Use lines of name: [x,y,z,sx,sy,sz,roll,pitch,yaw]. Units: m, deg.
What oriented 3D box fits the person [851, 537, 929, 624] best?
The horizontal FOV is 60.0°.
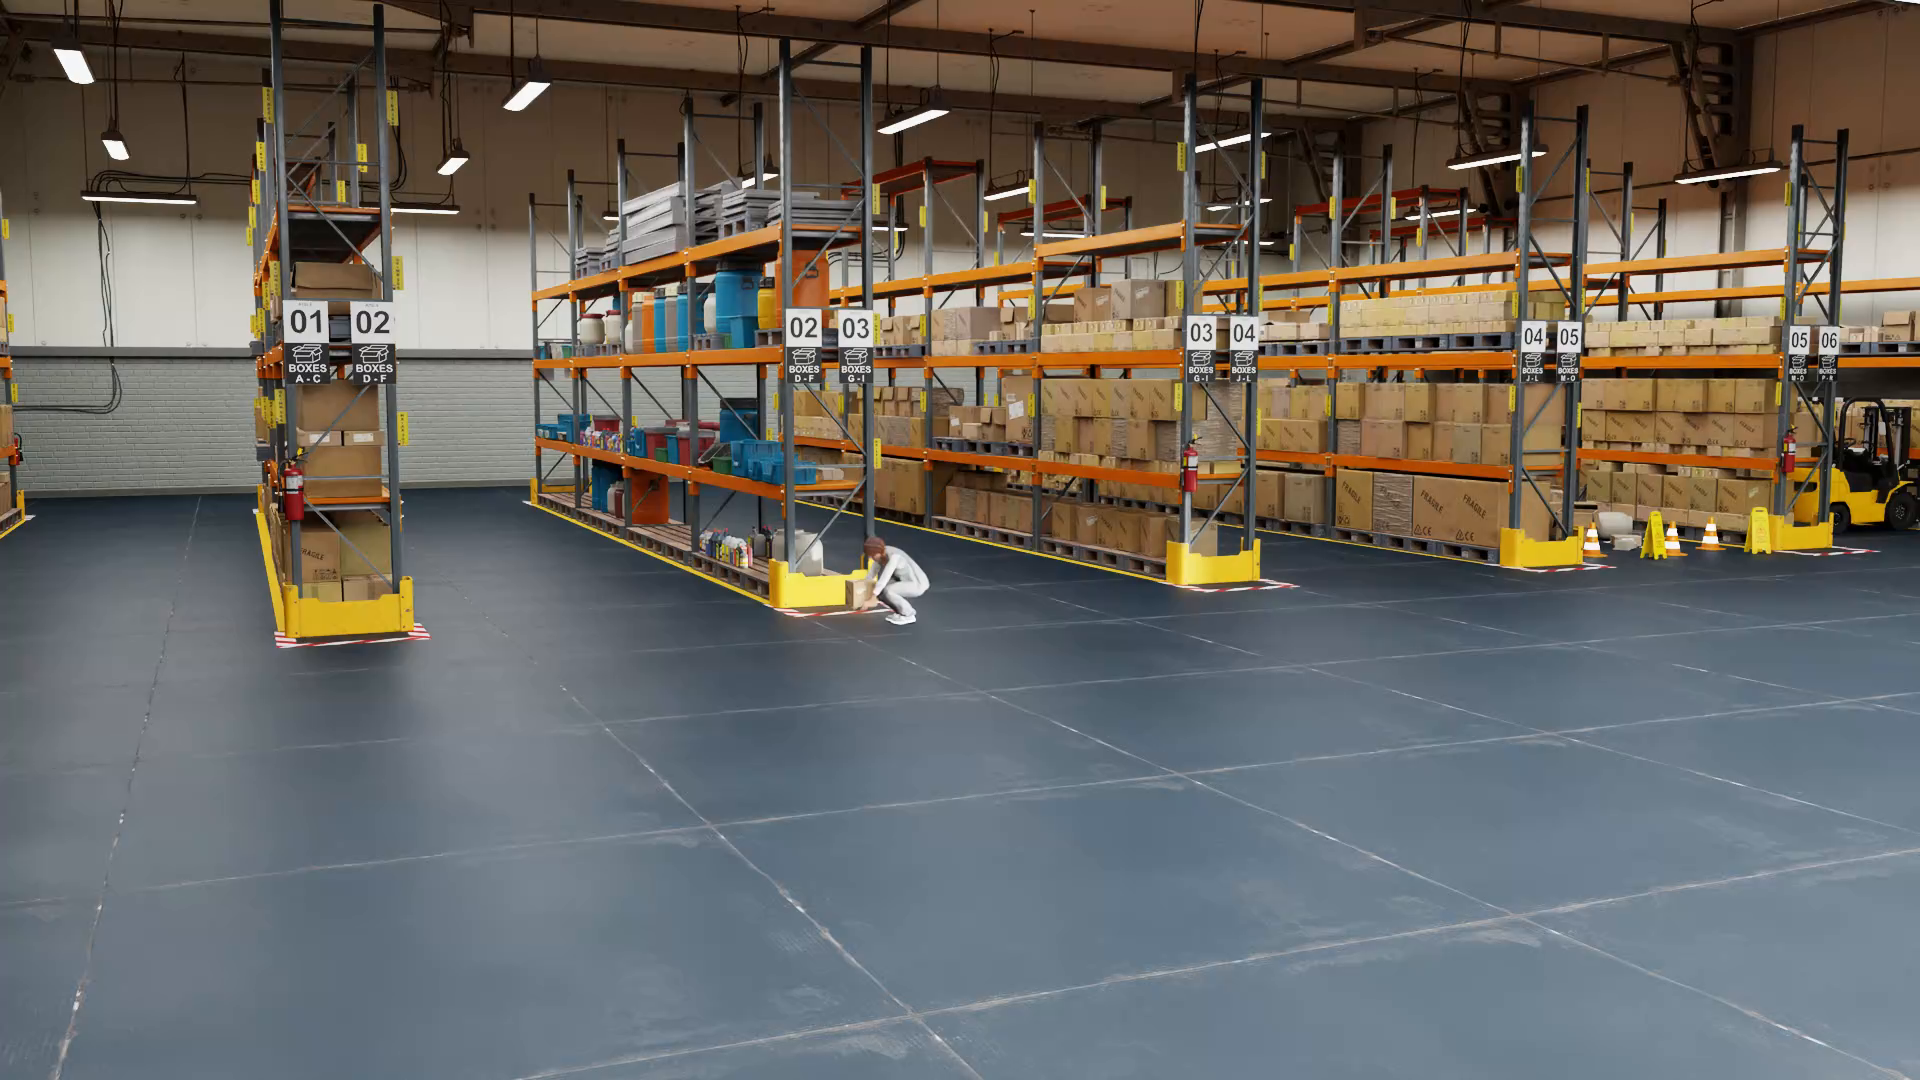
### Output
person: [-0.691,0.408,16.770,0.797,0.879,0.467,-2,6,-24]
